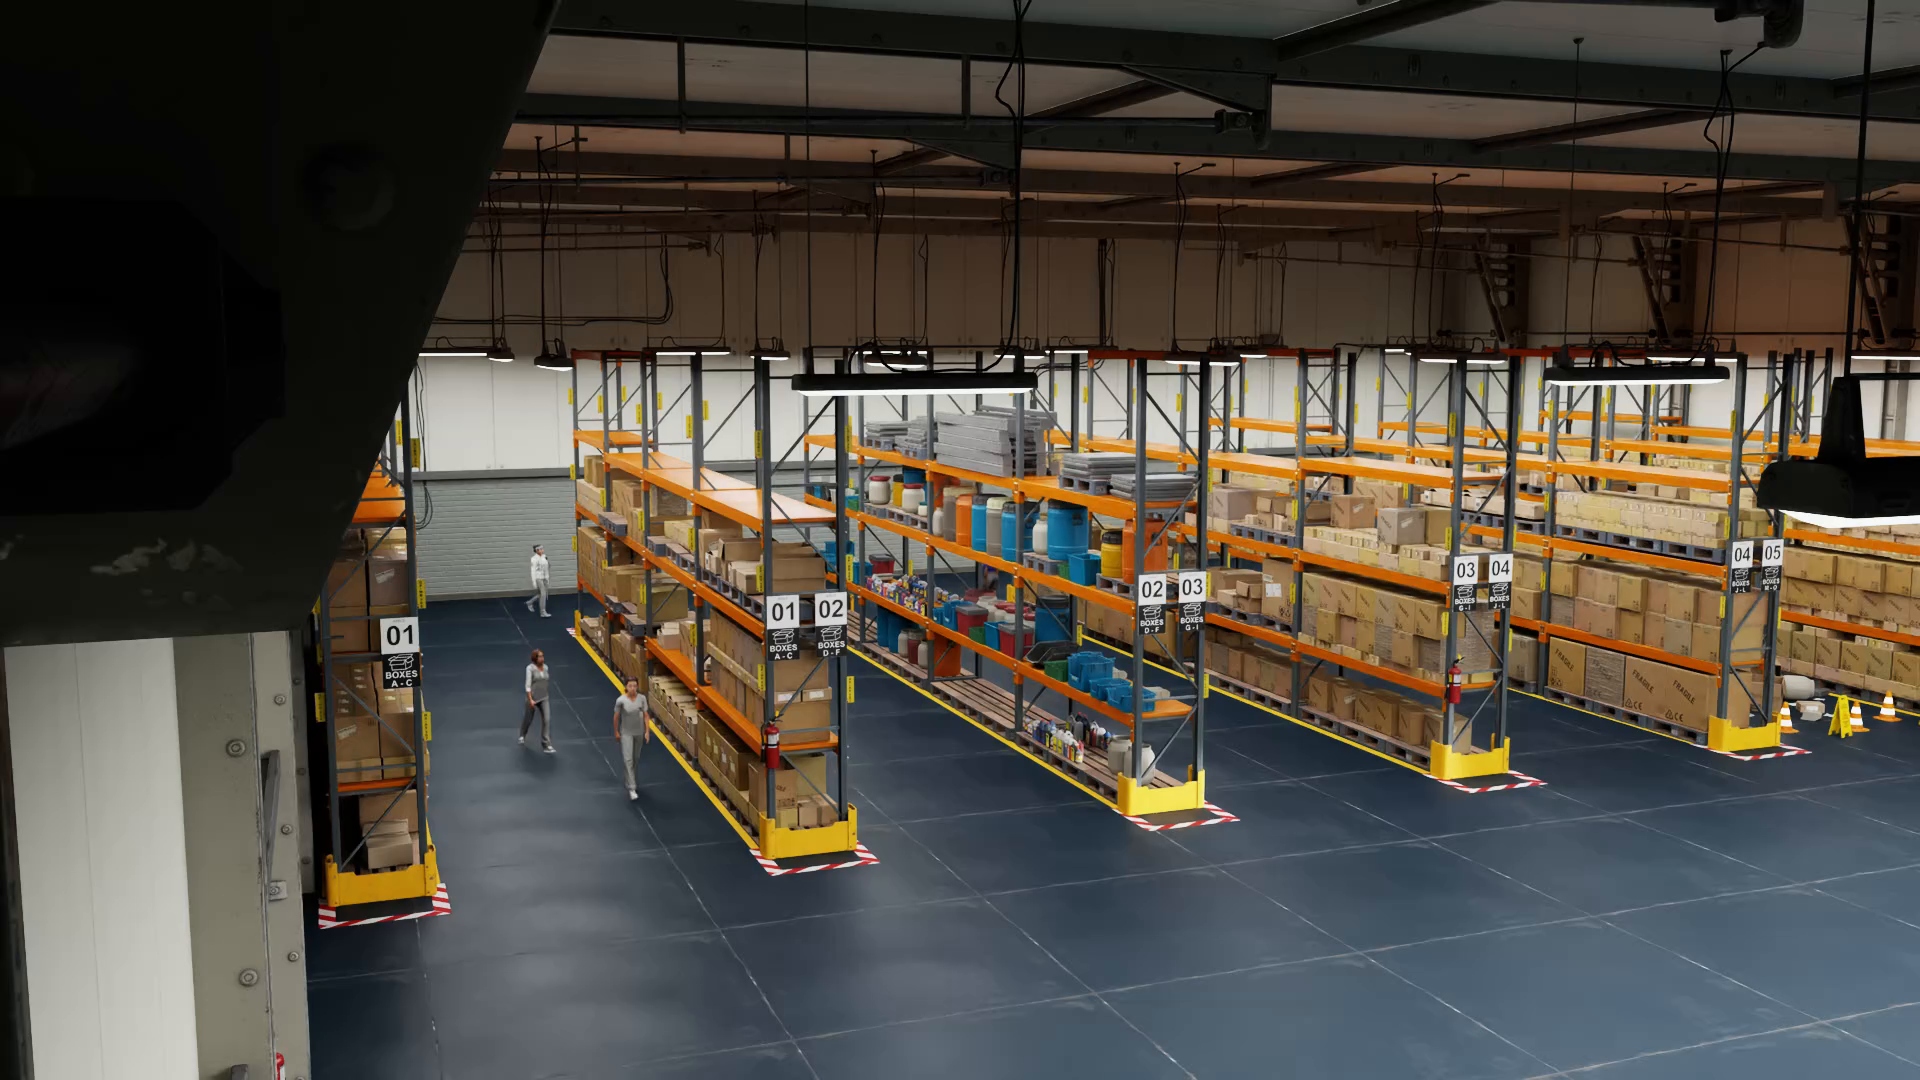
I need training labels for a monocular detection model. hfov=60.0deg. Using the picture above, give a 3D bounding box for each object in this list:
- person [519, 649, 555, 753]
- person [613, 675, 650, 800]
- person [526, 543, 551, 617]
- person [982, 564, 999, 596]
[{"bbox_3d":[-6.422,2.420,25.235,0.430,1.562,0.927,-6,10,-42],"label":"person"},{"bbox_3d":[-4.471,2.671,22.826,0.456,1.623,0.964,-5,8,-32],"label":"person"},{"bbox_3d":[-9.420,0.871,37.157,0.683,1.663,0.488,2,7,19],"label":"person"},{"bbox_3d":[0.668,0.908,37.256,0.358,1.681,0.500,6,9,41],"label":"person"}]
